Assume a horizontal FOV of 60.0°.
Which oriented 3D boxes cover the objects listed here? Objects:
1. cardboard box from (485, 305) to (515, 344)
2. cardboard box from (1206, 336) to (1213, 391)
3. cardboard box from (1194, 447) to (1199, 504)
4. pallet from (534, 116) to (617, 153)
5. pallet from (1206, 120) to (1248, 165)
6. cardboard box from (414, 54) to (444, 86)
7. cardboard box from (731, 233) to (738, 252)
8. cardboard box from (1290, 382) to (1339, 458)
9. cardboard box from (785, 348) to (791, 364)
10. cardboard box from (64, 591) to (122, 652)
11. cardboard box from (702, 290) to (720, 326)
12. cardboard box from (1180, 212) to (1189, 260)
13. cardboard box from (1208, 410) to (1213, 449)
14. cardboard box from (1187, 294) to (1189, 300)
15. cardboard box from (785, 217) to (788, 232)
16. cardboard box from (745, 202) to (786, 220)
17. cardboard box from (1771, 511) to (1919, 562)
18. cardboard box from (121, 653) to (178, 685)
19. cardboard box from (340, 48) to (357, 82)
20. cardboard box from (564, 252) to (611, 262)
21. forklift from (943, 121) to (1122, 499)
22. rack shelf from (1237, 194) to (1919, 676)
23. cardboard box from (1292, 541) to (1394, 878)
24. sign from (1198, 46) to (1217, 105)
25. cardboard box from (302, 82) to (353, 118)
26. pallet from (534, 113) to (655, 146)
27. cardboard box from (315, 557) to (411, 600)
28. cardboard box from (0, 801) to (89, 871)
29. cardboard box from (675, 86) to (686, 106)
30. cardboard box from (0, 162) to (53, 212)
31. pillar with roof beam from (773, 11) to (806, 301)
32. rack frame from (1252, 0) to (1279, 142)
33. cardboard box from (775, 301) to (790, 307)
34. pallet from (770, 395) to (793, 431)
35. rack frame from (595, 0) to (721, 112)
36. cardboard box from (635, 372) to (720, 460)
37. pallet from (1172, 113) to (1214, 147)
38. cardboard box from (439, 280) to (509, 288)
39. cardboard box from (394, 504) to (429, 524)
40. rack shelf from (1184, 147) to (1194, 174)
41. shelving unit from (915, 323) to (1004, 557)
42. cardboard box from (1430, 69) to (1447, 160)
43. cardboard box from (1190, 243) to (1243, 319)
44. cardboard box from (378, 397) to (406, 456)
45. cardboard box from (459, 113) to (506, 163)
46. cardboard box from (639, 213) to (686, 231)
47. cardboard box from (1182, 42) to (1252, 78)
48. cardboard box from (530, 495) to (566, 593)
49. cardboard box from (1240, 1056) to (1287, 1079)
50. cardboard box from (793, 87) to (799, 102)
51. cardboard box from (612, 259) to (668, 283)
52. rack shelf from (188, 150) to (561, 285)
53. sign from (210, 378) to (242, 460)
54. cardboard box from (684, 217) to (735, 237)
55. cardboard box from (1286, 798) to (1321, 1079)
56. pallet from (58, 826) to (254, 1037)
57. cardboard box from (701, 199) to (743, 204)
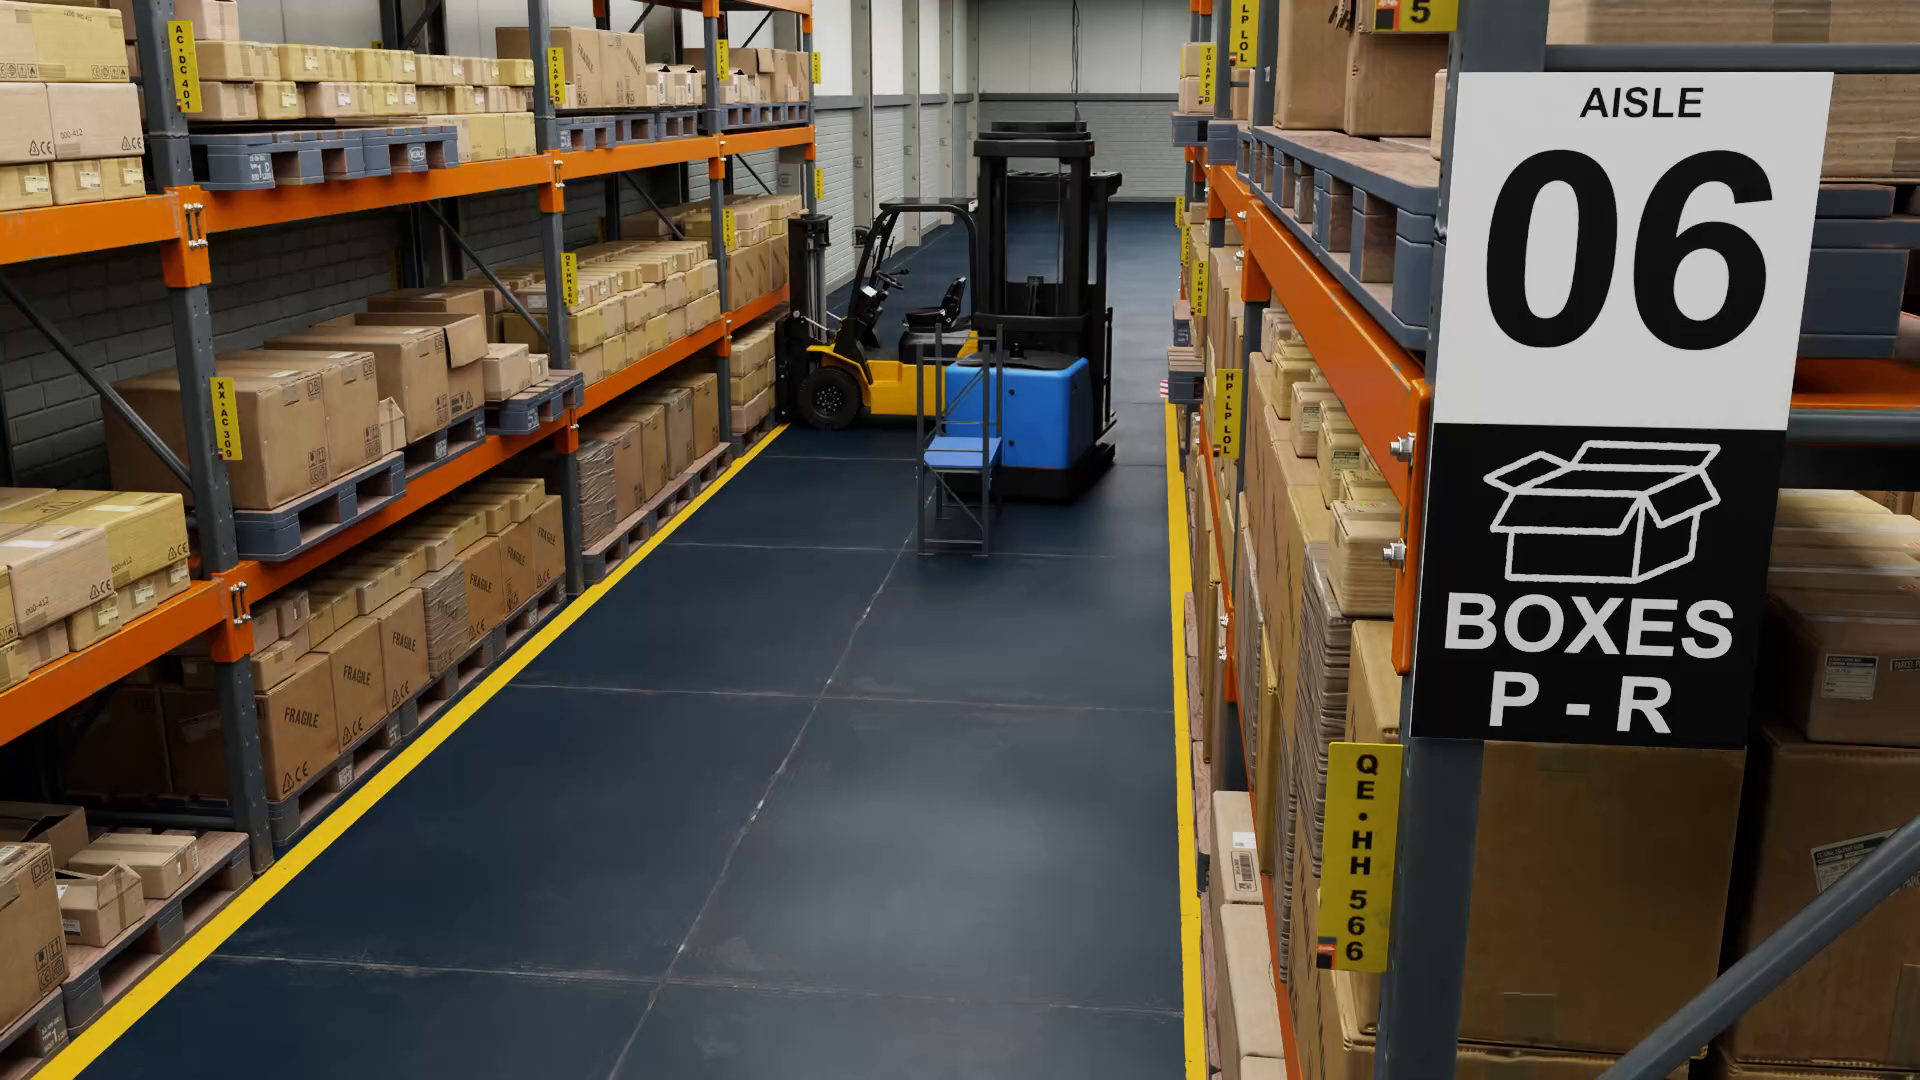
[{"bbox_3d":[-3.190,-1.400,10.924,0.500,0.250,0.500,2,15,8],"label":"cardboard box"},{"bbox_3d":[1.666,-1.006,9.467,0.500,0.250,0.500,2,15,6],"label":"cardboard box"},{"bbox_3d":[2.208,-0.430,12.236,0.950,0.372,0.625,2,15,8],"label":"cardboard box"},{"bbox_3d":[-2.977,-2.642,10.802,1.213,0.211,1.003,2,15,9],"label":"pallet"},{"bbox_3d":[1.948,-2.150,8.981,1.213,0.211,1.003,2,15,9],"label":"pallet"},{"bbox_3d":[-2.855,-2.384,8.439,0.380,0.149,0.250,2,15,6],"label":"cardboard box"},{"bbox_3d":[-2.188,-2.648,14.773,0.380,0.149,0.250,2,15,8],"label":"cardboard box"},{"bbox_3d":[1.033,-0.299,4.173,0.380,0.149,0.250,2,15,6],"label":"cardboard box"},{"bbox_3d":[-1.971,-1.769,16.463,0.500,0.250,0.500,2,15,6],"label":"cardboard box"},{"bbox_3d":[-3.214,0.278,5.867,0.380,0.149,0.250,2,15,8],"label":"cardboard box"},{"bbox_3d":[-2.310,-1.933,13.853,0.500,0.250,0.500,2,15,8],"label":"cardboard box"},{"bbox_3d":[2.542,-3.114,17.169,0.500,0.500,0.500,1,15,5],"label":"cardboard box"},{"bbox_3d":[1.623,-0.636,9.055,0.500,0.250,0.500,1,15,5],"label":"cardboard box"},{"bbox_3d":[2.264,-2.234,15.157,0.380,0.149,0.250,1,15,5],"label":"cardboard box"},{"bbox_3d":[-1.934,-3.178,16.733,0.380,0.149,0.250,1,15,4],"label":"cardboard box"},{"bbox_3d":[-1.937,-3.254,16.444,0.380,0.149,0.250,2,15,7],"label":"cardboard box"},{"bbox_3d":[1.483,0.051,2.876,0.380,0.149,0.250,2,15,8],"label":"cardboard box"},{"bbox_3d":[-3.661,0.518,7.243,0.380,0.149,0.250,1,15,4],"label":"cardboard box"},{"bbox_3d":[-2.943,-2.127,7.449,0.380,0.149,0.250,2,15,7],"label":"cardboard box"},{"bbox_3d":[-2.939,-2.157,12.959,0.380,0.149,0.250,2,15,6],"label":"cardboard box"},{"bbox_3d":[0.751,-2.080,14.238,1.130,2.935,3.031,4,16,15],"label":"forklift"},{"bbox_3d":[1.291,-0.506,3.919,1.077,0.370,4.000,2,15,6],"label":"rack shelf"},{"bbox_3d":[0.913,0.314,3.147,0.500,0.500,0.500,2,15,6],"label":"cardboard box"},{"bbox_3d":[1.429,-2.676,9.573,0.100,0.325,0.005,2,15,6],"label":"sign"},{"bbox_3d":[-2.878,-1.911,7.220,0.380,0.149,0.250,2,15,7],"label":"cardboard box"},{"bbox_3d":[-2.853,-2.932,11.875,1.003,0.211,1.213,2,15,9],"label":"pallet"},{"bbox_3d":[-3.026,0.196,8.433,0.380,0.149,0.250,2,15,8],"label":"cardboard box"},{"bbox_3d":[-3.725,1.190,6.360,0.500,0.311,0.500,2,15,8],"label":"cardboard box"},{"bbox_3d":[-2.335,-3.428,12.831,0.380,0.149,0.250,2,15,6],"label":"cardboard box"},{"bbox_3d":[-3.232,-1.161,5.445,0.380,0.149,0.250,2,15,8],"label":"cardboard box"},{"bbox_3d":[1.919,-7.353,22.115,9.100,9.000,0.400,2,15,6],"label":"pillar with roof beam"},{"bbox_3d":[1.517,-2.820,5.352,1.000,3.000,0.127,2,15,6],"label":"rack frame"},{"bbox_3d":[-1.804,-2.411,17.880,0.500,0.250,0.500,2,15,8],"label":"cardboard box"},{"bbox_3d":[-2.246,-1.320,16.641,1.003,0.211,1.213,2,15,6],"label":"pallet"},{"bbox_3d":[-2.513,-5.040,13.562,1.000,3.000,0.127,2,15,6],"label":"rack frame"},{"bbox_3d":[-2.561,-1.065,14.099,0.875,0.625,0.625,2,15,9],"label":"cardboard box"},{"bbox_3d":[2.130,-2.930,11.865,1.213,0.211,1.003,2,15,6],"label":"pallet"},{"bbox_3d":[-3.210,-1.630,11.008,0.380,0.149,0.250,2,15,8],"label":"cardboard box"},{"bbox_3d":[-3.338,-0.155,9.730,0.380,0.149,0.250,2,15,7],"label":"cardboard box"},{"bbox_3d":[2.645,-3.618,15.429,1.077,0.370,4.000,2,15,6],"label":"rack shelf"},{"bbox_3d":[0.010,-0.746,12.048,0.538,1.500,1.048,2,15,6],"label":"shelving unit"},{"bbox_3d":[0.995,-0.695,2.724,0.380,0.149,0.250,1,15,2],"label":"cardboard box"},{"bbox_3d":[1.846,-1.748,11.312,0.500,0.500,0.500,1,15,2],"label":"cardboard box"},{"bbox_3d":[-2.878,-0.556,7.925,0.396,0.266,0.258,2,15,9],"label":"cardboard box"},{"bbox_3d":[-2.837,-2.212,9.136,0.500,0.250,0.500,2,15,6],"label":"cardboard box"},{"bbox_3d":[-2.691,-2.874,15.039,0.380,0.149,0.250,2,15,6],"label":"cardboard box"},{"bbox_3d":[1.909,-3.549,12.320,0.500,0.250,0.500,1,15,5],"label":"cardboard box"},{"bbox_3d":[-2.798,0.013,10.351,0.500,0.500,0.500,2,15,8],"label":"cardboard box"},{"bbox_3d":[1.135,1.736,4.100,0.875,0.438,0.875,2,15,8],"label":"cardboard box"},{"bbox_3d":[-1.853,-4.535,16.927,0.380,0.149,0.250,1,15,5],"label":"cardboard box"},{"bbox_3d":[-2.399,-2.007,12.404,0.380,0.149,0.250,1,15,5],"label":"cardboard box"},{"bbox_3d":[-3.190,-1.689,8.293,1.077,0.370,4.000,2,15,6],"label":"rack shelf"},{"bbox_3d":[-2.876,-0.473,6.507,0.100,0.325,0.005,2,15,6],"label":"sign"},{"bbox_3d":[-2.182,-2.723,14.482,0.380,0.149,0.250,2,15,7],"label":"cardboard box"},{"bbox_3d":[0.928,0.802,3.256,0.500,0.500,0.500,1,15,5],"label":"cardboard box"},{"bbox_3d":[-3.494,1.455,6.377,1.003,0.211,1.213,2,15,6],"label":"pallet"},{"bbox_3d":[-2.433,-3.406,17.009,0.380,0.149,0.250,2,15,7],"label":"cardboard box"}]
